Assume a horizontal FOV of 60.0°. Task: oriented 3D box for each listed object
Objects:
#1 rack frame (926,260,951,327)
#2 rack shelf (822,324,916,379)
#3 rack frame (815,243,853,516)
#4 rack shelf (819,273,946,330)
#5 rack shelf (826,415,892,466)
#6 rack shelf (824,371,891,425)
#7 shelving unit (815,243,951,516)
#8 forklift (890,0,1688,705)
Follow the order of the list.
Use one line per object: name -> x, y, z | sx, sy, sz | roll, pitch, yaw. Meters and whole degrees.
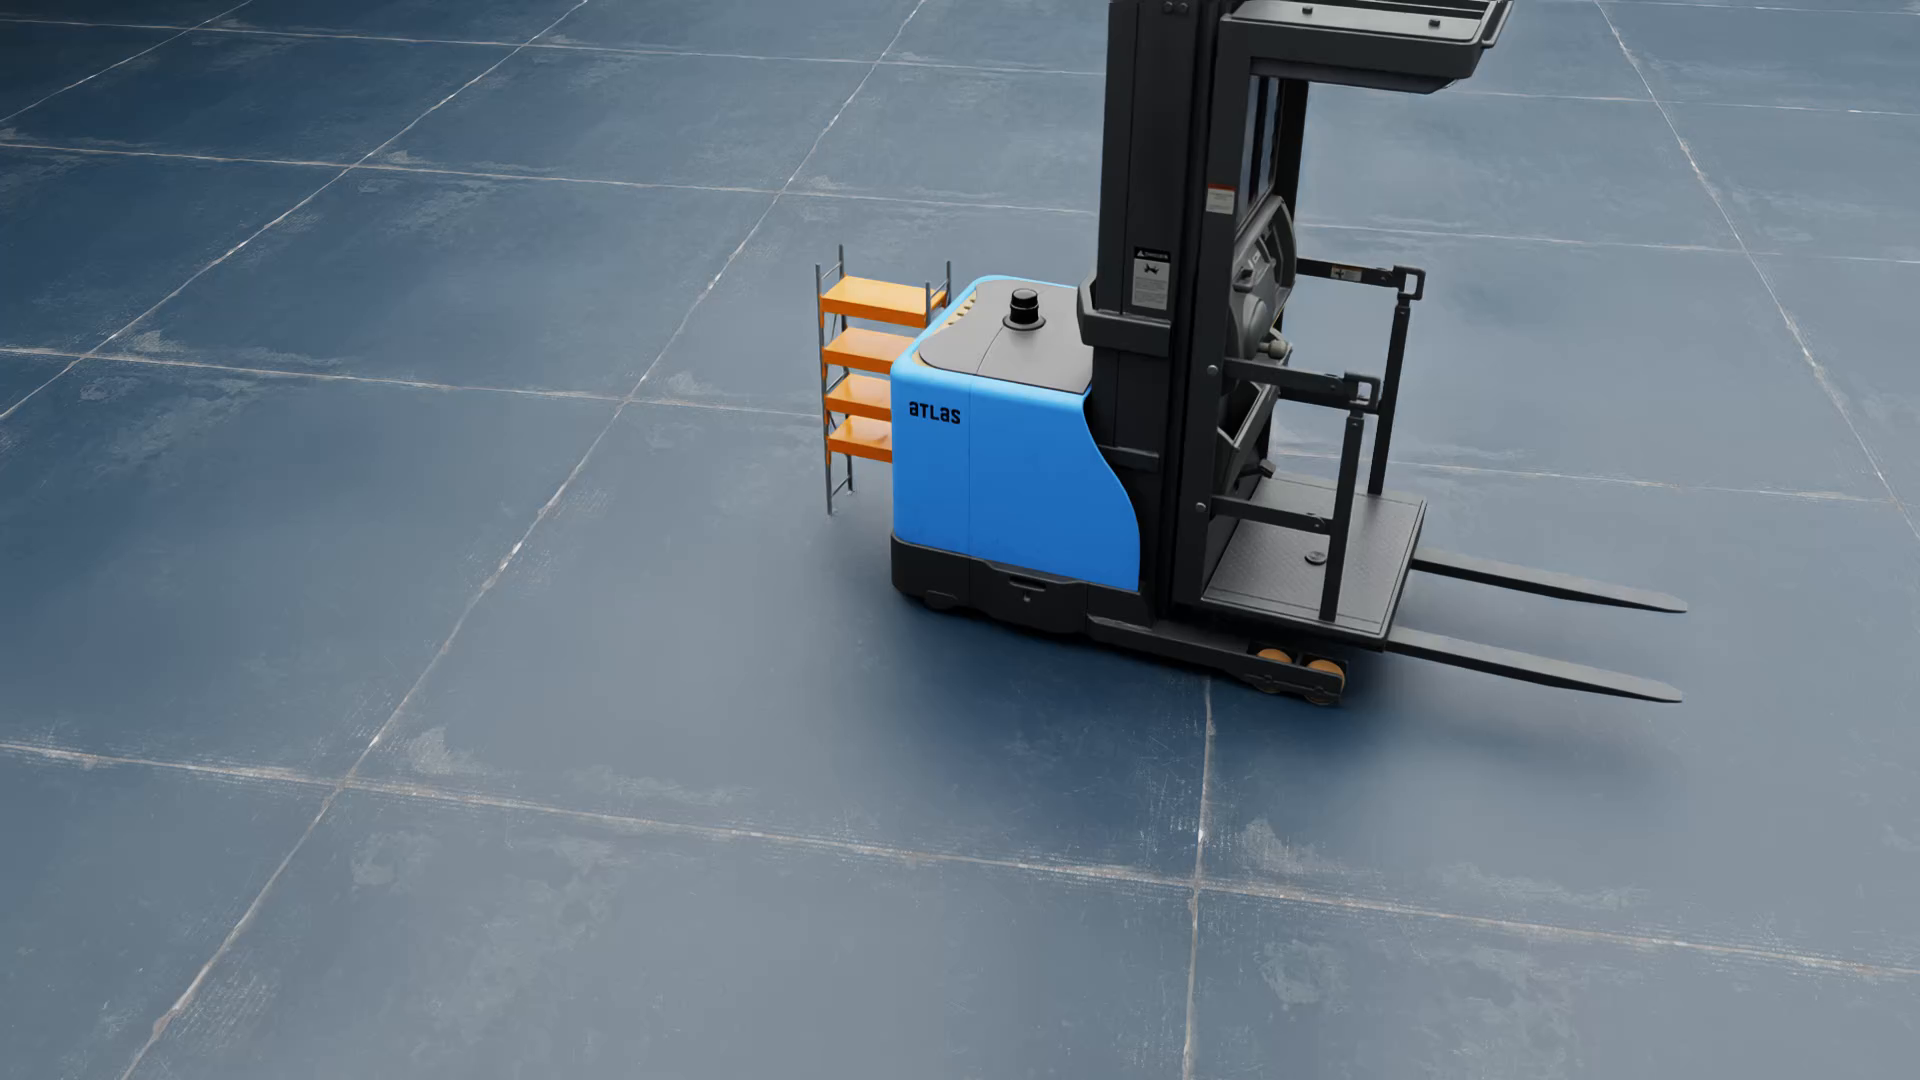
rack frame -> -0.087, -0.580, 7.046 | 0.015, 1.200, 0.240 | 12, 34, 18
rack shelf -> -0.313, -0.761, 7.040 | 0.480, 0.148, 0.258 | 12, 34, 18
rack frame -> -0.540, -0.677, 7.200 | 0.015, 1.200, 0.240 | 12, 34, 18
rack shelf -> -0.313, -0.962, 6.915 | 0.480, 0.148, 0.258 | 12, 34, 18
rack shelf -> -0.313, -0.403, 7.264 | 0.480, 0.148, 0.258 | 12, 34, 18
rack shelf -> -0.313, -0.572, 7.159 | 0.480, 0.148, 0.258 | 12, 34, 18
shelving unit -> -0.313, -0.629, 7.123 | 0.503, 1.200, 0.258 | 12, 34, 18
forklift -> 1.287, -0.943, 5.993 | 3.031, 2.935, 1.130 | 12, 34, 18
